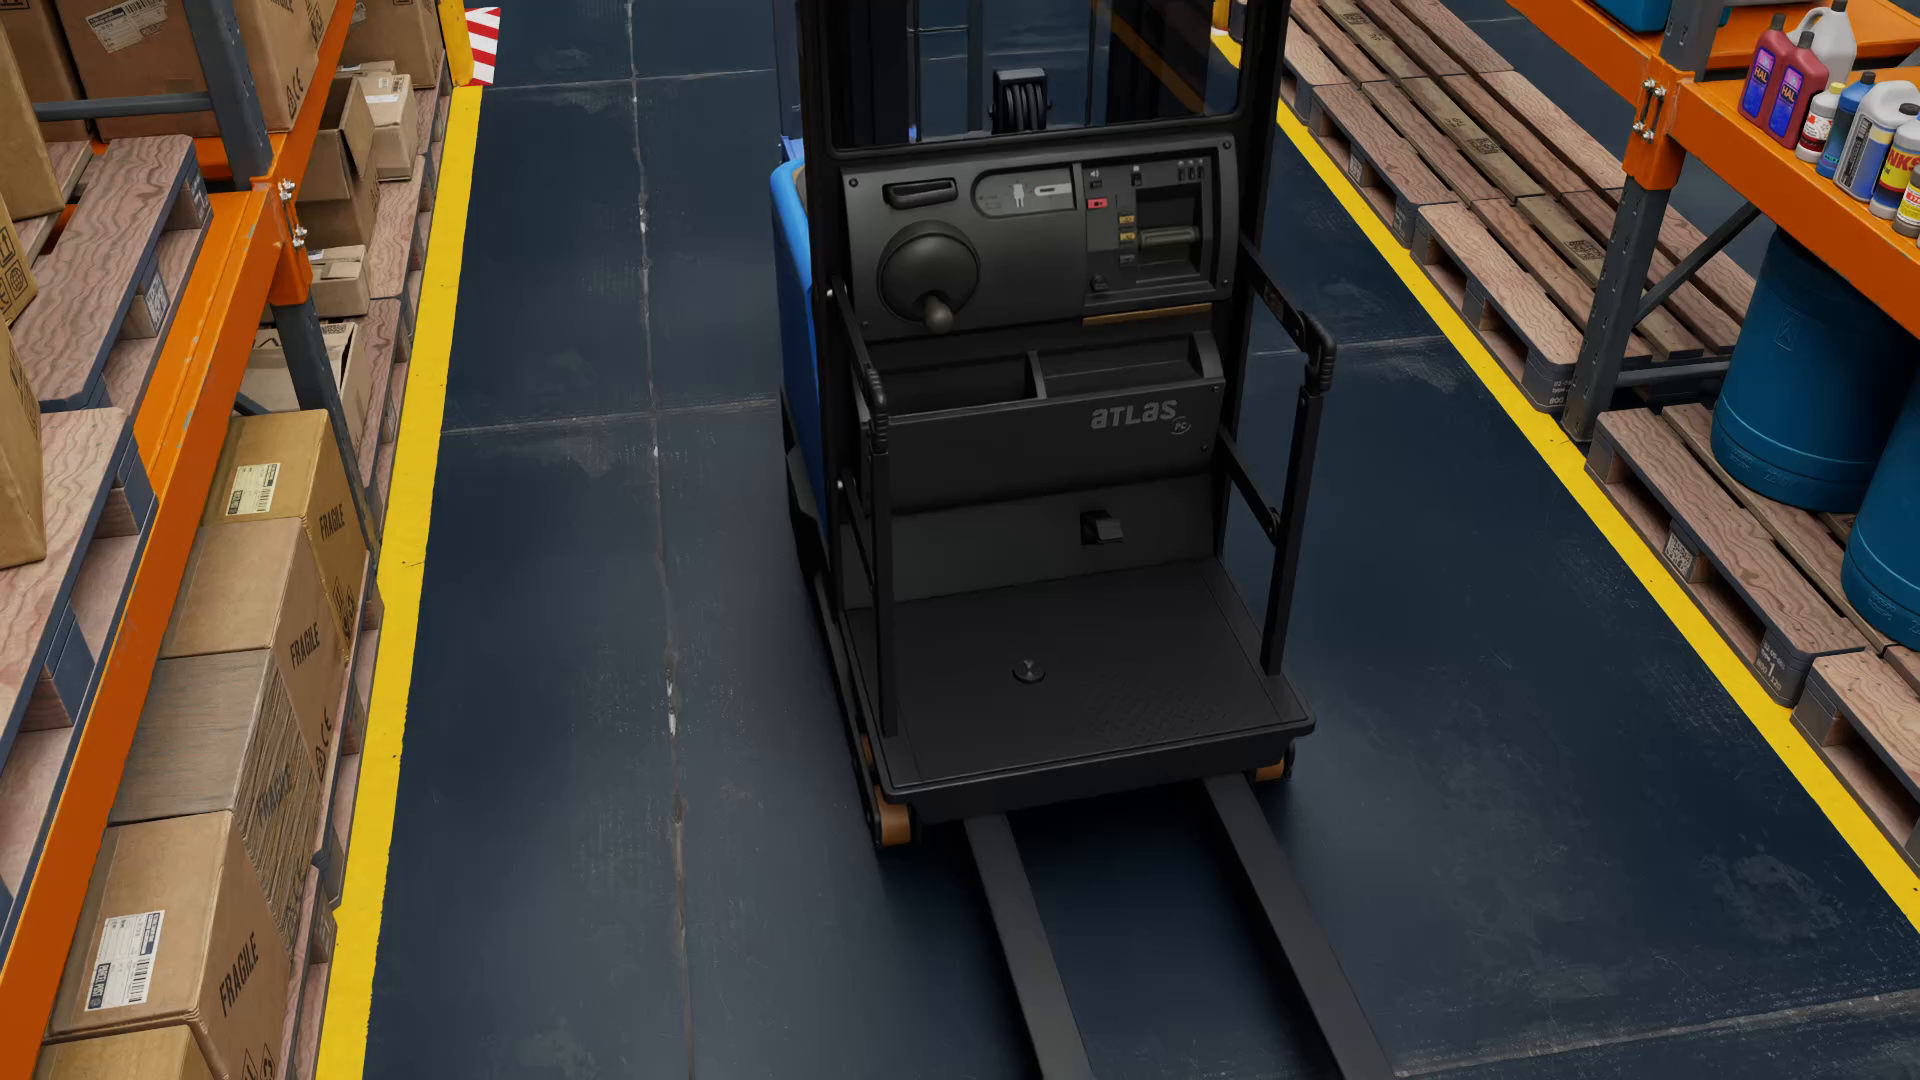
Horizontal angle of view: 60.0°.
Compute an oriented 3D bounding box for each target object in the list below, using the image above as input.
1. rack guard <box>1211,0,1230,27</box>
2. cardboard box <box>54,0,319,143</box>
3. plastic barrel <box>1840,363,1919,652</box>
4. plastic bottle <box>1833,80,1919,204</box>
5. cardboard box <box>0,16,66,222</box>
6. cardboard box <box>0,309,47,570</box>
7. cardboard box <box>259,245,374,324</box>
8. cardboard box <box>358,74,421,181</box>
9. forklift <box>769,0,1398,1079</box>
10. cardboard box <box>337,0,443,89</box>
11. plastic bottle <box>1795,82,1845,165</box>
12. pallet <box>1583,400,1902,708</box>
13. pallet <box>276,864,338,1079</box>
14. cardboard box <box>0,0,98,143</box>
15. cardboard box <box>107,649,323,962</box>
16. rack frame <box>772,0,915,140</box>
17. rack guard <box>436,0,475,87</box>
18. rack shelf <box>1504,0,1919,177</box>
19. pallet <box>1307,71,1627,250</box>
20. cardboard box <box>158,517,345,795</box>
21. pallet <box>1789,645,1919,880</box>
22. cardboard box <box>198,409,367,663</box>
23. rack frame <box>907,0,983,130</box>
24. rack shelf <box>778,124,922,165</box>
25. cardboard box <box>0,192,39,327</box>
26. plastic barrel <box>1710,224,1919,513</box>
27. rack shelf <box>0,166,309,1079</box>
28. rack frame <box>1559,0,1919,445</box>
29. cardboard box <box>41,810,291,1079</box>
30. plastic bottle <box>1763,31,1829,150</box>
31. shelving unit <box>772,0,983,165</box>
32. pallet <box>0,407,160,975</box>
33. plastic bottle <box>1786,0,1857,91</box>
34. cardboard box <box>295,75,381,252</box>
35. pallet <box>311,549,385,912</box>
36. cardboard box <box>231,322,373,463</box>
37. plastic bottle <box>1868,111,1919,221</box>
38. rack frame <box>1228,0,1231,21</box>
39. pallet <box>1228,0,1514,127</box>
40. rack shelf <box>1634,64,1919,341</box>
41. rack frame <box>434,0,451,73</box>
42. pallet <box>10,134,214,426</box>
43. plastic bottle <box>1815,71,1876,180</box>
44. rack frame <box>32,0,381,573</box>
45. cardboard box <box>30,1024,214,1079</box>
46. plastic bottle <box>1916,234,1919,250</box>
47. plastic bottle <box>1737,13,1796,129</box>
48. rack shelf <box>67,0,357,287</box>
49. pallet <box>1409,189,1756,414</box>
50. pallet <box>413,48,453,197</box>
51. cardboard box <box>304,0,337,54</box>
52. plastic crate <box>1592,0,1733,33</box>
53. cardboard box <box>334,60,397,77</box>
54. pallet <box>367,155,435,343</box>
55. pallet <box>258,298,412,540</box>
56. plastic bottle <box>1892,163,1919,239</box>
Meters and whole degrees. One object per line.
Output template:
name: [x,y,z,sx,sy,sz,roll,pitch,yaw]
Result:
rack guard: [1.861,-3.041,8.756,1.175,0.500,0.348,-6,38,-8]
cardboard box: [-2.119,-1.445,4.583,0.500,0.500,0.500,-5,38,-7]
plastic barrel: [2.782,-0.178,4.402,0.600,0.901,0.708,-6,38,-8]
plastic bottle: [2.349,-1.008,4.204,0.152,0.276,0.135,-6,38,-8]
cardboard box: [-2.435,-0.963,3.621,0.700,0.500,0.500,-19,42,-23]
cardboard box: [-1.928,-0.213,2.655,0.700,0.500,0.500,-16,41,-19]
cardboard box: [-2.320,-0.921,5.941,0.380,0.166,0.250,-6,38,-8]
cardboard box: [-2.525,-1.693,6.867,0.500,0.250,0.500,-6,38,-8]
forklift: [0.247,-0.635,3.678,1.130,2.935,3.031,-8,39,-10]
cardboard box: [-2.662,-2.369,7.533,0.500,0.500,0.500,-6,38,-8]
plastic bottle: [2.285,-1.104,4.389,0.097,0.201,0.097,0,38,0]
pallet: [2.673,-0.027,5.112,1.003,0.211,1.213,-6,38,-8]
pallet: [-1.901,1.259,3.458,1.003,0.211,1.213,-6,38,-8]
cardboard box: [-2.638,-1.382,4.502,0.500,0.500,0.500,-6,38,-7]
cardboard box: [-1.764,0.615,3.692,0.500,0.500,0.500,-6,38,-7]
rack frame: [-0.409,-1.590,6.074,0.500,1.500,0.032,-8,39,-10]
rack guard: [-2.986,-2.451,7.997,1.175,0.500,0.348,-6,38,-8]
rack shelf: [2.229,-2.522,6.638,1.077,0.370,4.000,-6,38,-8]
pallet: [2.195,-1.676,7.235,1.003,0.211,1.213,-6,38,-8]
cardboard box: [-1.851,0.312,4.082,0.500,0.500,0.500,-6,38,-8]
pallet: [2.891,0.712,4.162,1.003,0.211,1.213,-6,38,-8]
cardboard box: [-1.929,0.013,4.468,0.500,0.500,0.500,-6,38,-8]
rack frame: [-0.180,-0.982,5.292,0.500,1.500,0.032,-8,39,-10]
rack shelf: [-0.294,-1.144,5.793,0.538,0.185,1.000,-8,39,-10]
cardboard box: [-2.252,-0.555,3.095,0.700,0.500,0.500,-1,38,-1]
plastic barrel: [2.658,-0.605,4.952,0.600,0.901,0.708,-6,38,-8]
rack shelf: [-1.947,0.424,2.846,1.077,0.370,4.000,-6,38,-8]
rack frame: [2.579,-1.599,4.863,1.000,3.000,0.127,-6,38,-8]
cardboard box: [-1.672,0.922,3.297,0.500,0.500,0.500,-7,38,-9]
plastic bottle: [2.247,-1.205,4.451,0.061,0.283,0.133,-6,38,-8]
shelving unit: [-0.294,-1.286,5.683,0.538,1.500,1.048,-8,39,-10]
pallet: [-1.942,0.250,2.640,1.003,0.211,1.213,-6,38,-8]
plastic bottle: [2.329,-1.307,4.528,0.144,0.351,0.185,-6,38,-8]
cardboard box: [-2.633,-1.390,6.271,0.797,0.503,0.637,-6,38,-8]
pallet: [-2.118,0.520,4.408,1.003,0.211,1.213,-6,38,-8]
cardboard box: [-2.159,-0.457,5.226,0.500,0.311,0.500,-6,38,-8]
plastic bottle: [2.343,-0.933,4.111,0.097,0.271,0.097,0,38,0]
rack frame: [1.878,-4.015,7.973,1.000,3.000,0.127,-6,38,-8]
pallet: [1.984,-2.411,8.181,1.003,0.211,1.213,-6,38,-8]
rack shelf: [2.930,-0.106,3.528,1.077,0.370,4.000,-6,38,-8]
rack frame: [-2.999,-3.484,7.290,1.000,3.000,0.127,-6,38,-8]
pallet: [-2.265,-0.498,3.602,1.003,0.211,1.213,-6,38,-8]
plastic bottle: [2.302,-1.073,4.291,0.097,0.271,0.097,0,38,0]
rack frame: [-2.298,-1.068,4.180,1.000,3.000,0.127,-6,38,-8]
cardboard box: [-1.576,1.237,2.892,0.500,0.500,0.500,-7,38,-9]
plastic bottle: [2.377,-0.788,3.981,0.097,0.201,0.097,0,38,0]
plastic bottle: [2.223,-1.285,4.554,0.061,0.283,0.133,-6,38,-8]
rack shelf: [-2.649,-1.992,5.955,1.077,0.370,4.000,-6,38,-8]
pallet: [2.412,-0.937,6.284,1.003,0.211,1.213,-6,38,-8]
pallet: [-2.845,-1.855,7.466,1.003,0.211,1.213,-6,38,-8]
cardboard box: [-2.212,-1.754,4.981,0.500,0.500,0.500,-6,38,-7]
plastic crate: [2.162,-1.861,5.165,0.392,0.384,0.575,-6,38,-8]
cardboard box: [-2.679,-1.983,7.308,0.380,0.166,0.250,-6,38,-8]
pallet: [-2.635,-1.120,6.520,1.003,0.211,1.213,-6,38,-8]
pallet: [-2.418,-0.382,5.569,1.003,0.211,1.213,-6,38,-8]
plastic bottle: [2.360,-0.847,4.057,0.097,0.201,0.097,0,38,0]
